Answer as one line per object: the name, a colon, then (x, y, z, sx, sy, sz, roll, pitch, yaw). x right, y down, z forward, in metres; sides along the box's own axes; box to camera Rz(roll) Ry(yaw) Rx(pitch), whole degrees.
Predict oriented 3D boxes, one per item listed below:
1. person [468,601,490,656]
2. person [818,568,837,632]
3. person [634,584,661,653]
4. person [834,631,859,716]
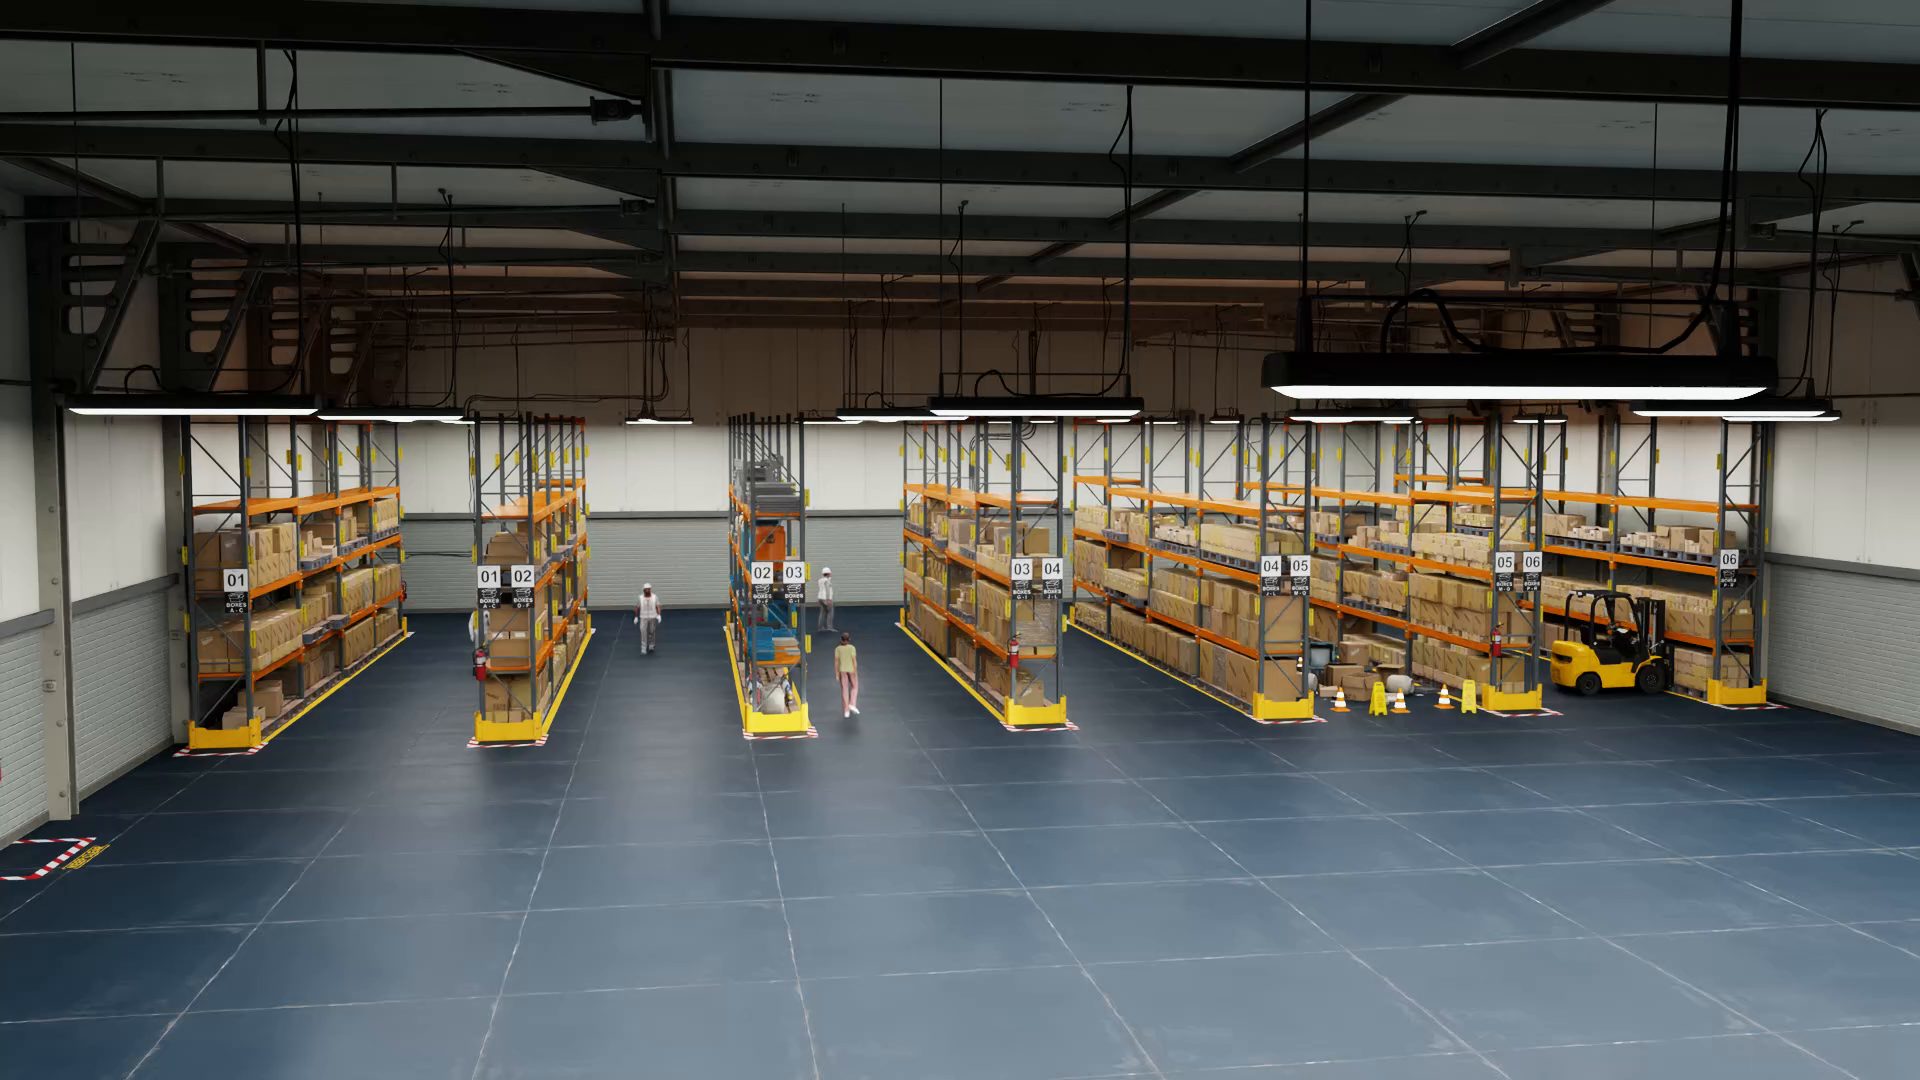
person: (-11.324, 2.232, 39.336, 0.586, 1.662, 0.517, -1, 4, -20)
person: (-3.747, 1.682, 46.575, 0.540, 1.812, 0.588, -3, 5, -36)
person: (-7.921, 1.965, 42.123, 0.682, 1.720, 1.039, -1, 4, -8)
person: (-2.248, 2.642, 32.919, 0.480, 1.655, 0.513, 0, 4, 0)
